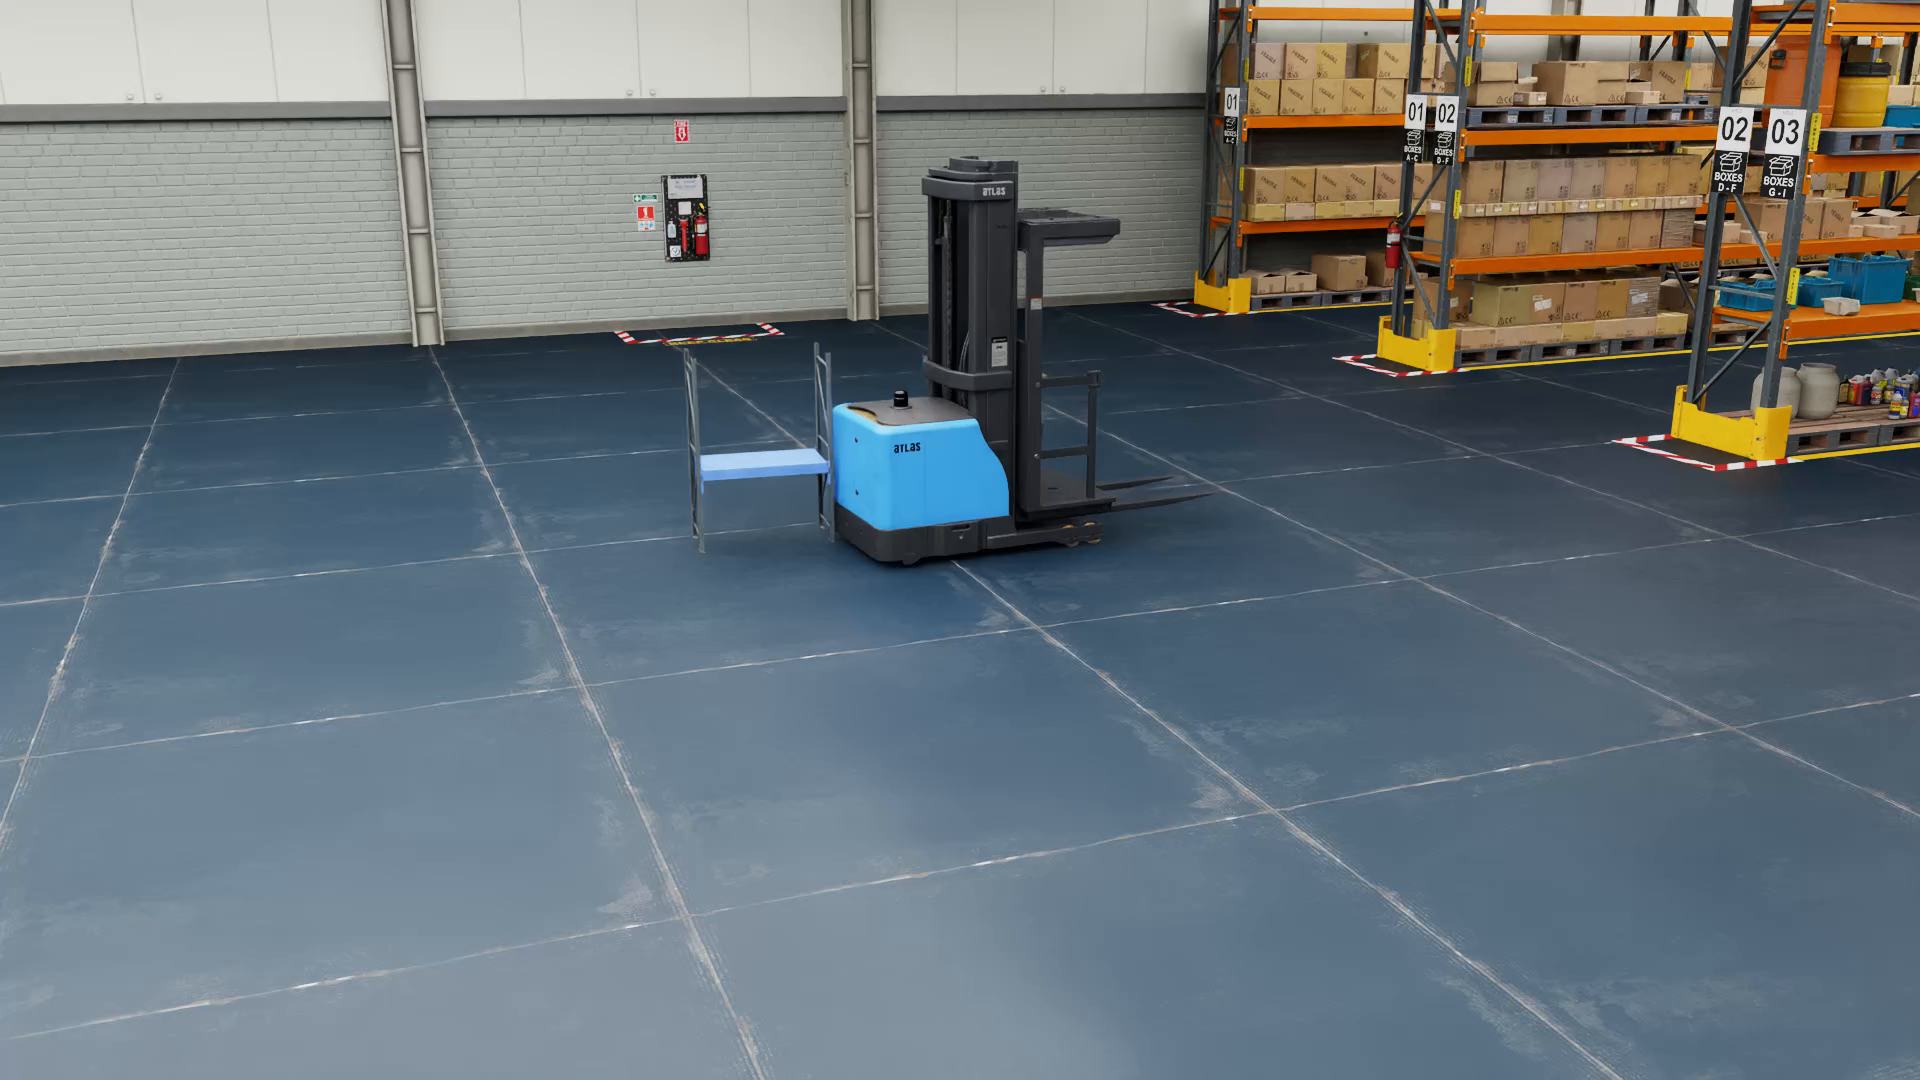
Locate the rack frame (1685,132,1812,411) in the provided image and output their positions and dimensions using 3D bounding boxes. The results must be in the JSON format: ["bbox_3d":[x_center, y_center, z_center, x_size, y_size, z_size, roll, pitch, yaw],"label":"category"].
[{"bbox_3d":[7.407,-2.329,15.704,0.127,3.000,1.000,-6,17,-20],"label":"rack frame"}]

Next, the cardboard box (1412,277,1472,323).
[{"bbox_3d":[6.032,-3.007,20.817,0.500,0.500,0.500,-6,17,-20],"label":"cardboard box"}]

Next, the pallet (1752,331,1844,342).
[{"bbox_3d":[11.188,-2.906,22.620,1.213,0.211,1.003,-6,17,-20],"label":"pallet"}]

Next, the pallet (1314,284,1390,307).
[{"bbox_3d":[5.841,-3.799,25.662,1.213,0.211,1.003,-6,17,-20],"label":"pallet"}]

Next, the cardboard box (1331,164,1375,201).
[{"bbox_3d":[5.843,-5.354,24.908,0.500,0.500,0.500,-6,17,-18],"label":"cardboard box"}]

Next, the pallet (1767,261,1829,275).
[{"bbox_3d":[14.374,-4.709,28.761,1.213,0.211,1.003,-6,17,-20],"label":"pallet"}]

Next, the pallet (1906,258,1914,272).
[{"bbox_3d":[16.946,-4.987,29.707,1.213,0.211,1.003,-6,17,-20],"label":"pallet"}]

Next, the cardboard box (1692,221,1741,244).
[{"bbox_3d":[9.817,-4.025,21.746,0.500,0.250,0.500,-5,17,-17],"label":"cardboard box"}]

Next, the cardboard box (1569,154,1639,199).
[{"bbox_3d":[8.022,-4.558,20.816,0.500,0.500,0.700,-6,17,-20],"label":"cardboard box"}]

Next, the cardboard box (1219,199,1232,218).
[{"bbox_3d":[4.229,-4.971,24.933,0.500,0.250,0.500,-6,17,-19],"label":"cardboard box"}]

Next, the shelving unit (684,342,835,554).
[{"bbox_3d":[-1.552,-0.723,12.900,1.048,1.500,0.538,-5,17,-15],"label":"shelving unit"}]

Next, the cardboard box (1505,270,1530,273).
[{"bbox_3d":[8.743,-4.494,26.734,0.500,0.500,0.700,-7,18,-21],"label":"cardboard box"}]

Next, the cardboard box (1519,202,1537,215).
[{"bbox_3d":[6.797,-4.051,20.242,0.250,0.149,0.380,-6,18,-21],"label":"cardboard box"}]

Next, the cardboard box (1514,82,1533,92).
[{"bbox_3d":[6.619,-5.454,20.295,0.500,0.250,0.500,-6,17,-20],"label":"cardboard box"}]

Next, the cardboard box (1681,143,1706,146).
[{"bbox_3d":[12.148,-6.467,27.725,0.500,0.250,0.500,-7,18,-22],"label":"cardboard box"}]

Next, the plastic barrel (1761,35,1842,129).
[{"bbox_3d":[7.815,-4.258,15.442,0.708,0.830,0.600,-6,17,-20],"label":"plastic barrel"}]

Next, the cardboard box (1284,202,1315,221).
[{"bbox_3d":[4.911,-4.895,24.673,0.500,0.250,0.500,-7,18,-22],"label":"cardboard box"}]

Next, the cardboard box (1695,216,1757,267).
[{"bbox_3d":[12.886,-5.038,28.001,0.750,0.750,0.750,-6,17,-20],"label":"cardboard box"}]

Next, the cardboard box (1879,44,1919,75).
[{"bbox_3d":[15.833,-8.120,28.113,0.500,0.500,0.500,-6,18,-21],"label":"cardboard box"}]

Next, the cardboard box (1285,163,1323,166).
[{"bbox_3d":[5.181,-5.437,25.191,0.500,0.500,0.500,-7,18,-22],"label":"cardboard box"}]

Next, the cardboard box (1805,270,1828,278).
[{"bbox_3d":[12.027,-3.559,23.035,0.500,0.311,0.500,-7,18,-21],"label":"cardboard box"}]

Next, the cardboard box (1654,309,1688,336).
[{"bbox_3d":[9.018,-2.813,21.490,0.500,0.250,0.500,-6,17,-20],"label":"cardboard box"}]

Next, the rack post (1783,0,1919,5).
[{"bbox_3d":[8.158,-5.010,15.075,0.954,0.300,0.937,-4,17,-14],"label":"rack post"}]

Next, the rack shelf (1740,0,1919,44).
[{"bbox_3d":[9.274,-4.872,15.703,4.000,0.370,1.077,-6,17,-20],"label":"rack shelf"}]

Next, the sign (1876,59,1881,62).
[{"bbox_3d":[15.271,-7.842,27.678,0.005,0.325,0.100,-6,17,-20],"label":"sign"}]

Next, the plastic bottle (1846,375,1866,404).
[{"bbox_3d":[9.210,-1.552,17.111,0.135,0.276,0.152,-6,17,-20],"label":"plastic bottle"}]

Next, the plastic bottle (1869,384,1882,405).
[{"bbox_3d":[9.402,-1.499,17.064,0.097,0.201,0.097,0,16,0],"label":"plastic bottle"}]

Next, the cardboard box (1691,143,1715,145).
[{"bbox_3d":[12.628,-6.518,27.898,0.500,0.250,0.500,-7,18,-21],"label":"cardboard box"}]

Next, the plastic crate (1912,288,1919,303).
[{"bbox_3d":[9.716,-2.375,16.330,0.437,0.136,0.530,-6,17,-20],"label":"plastic crate"}]

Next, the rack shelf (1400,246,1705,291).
[{"bbox_3d":[7.505,-3.489,20.931,4.000,0.370,1.077,-6,17,-20],"label":"rack shelf"}]

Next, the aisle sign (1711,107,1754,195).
[{"bbox_3d":[7.233,-3.647,15.579,0.004,0.787,0.394,-6,17,-20],"label":"aisle sign"}]

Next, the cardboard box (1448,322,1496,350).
[{"bbox_3d":[6.218,-2.510,20.456,0.500,0.250,0.500,-6,17,-20],"label":"cardboard box"}]

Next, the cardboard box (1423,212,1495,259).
[{"bbox_3d":[6.078,-3.724,20.278,0.500,0.500,0.700,-6,17,-20],"label":"cardboard box"}]

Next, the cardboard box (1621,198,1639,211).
[{"bbox_3d":[8.245,-4.209,20.778,0.250,0.149,0.380,-6,17,-20],"label":"cardboard box"}]

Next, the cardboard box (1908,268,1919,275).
[{"bbox_3d":[13.898,-3.607,23.712,0.500,0.500,0.500,-5,17,-18],"label":"cardboard box"}]

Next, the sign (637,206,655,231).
[{"bbox_3d":[-4.271,-4.378,22.619,0.234,0.329,0.001,-6,17,-20],"label":"sign"}]

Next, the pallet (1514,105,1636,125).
[{"bbox_3d":[7.448,-5.218,20.375,1.213,0.211,1.003,-6,17,-20],"label":"pallet"}]

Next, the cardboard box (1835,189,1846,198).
[{"bbox_3d":[14.853,-5.926,28.363,0.250,0.149,0.380,-6,17,-20],"label":"cardboard box"}]

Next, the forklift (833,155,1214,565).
[{"bbox_3d":[0.565,-1.480,12.938,3.031,2.935,1.130,-7,18,-24],"label":"forklift"}]

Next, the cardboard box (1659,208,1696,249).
[{"bbox_3d":[8.961,-4.037,21.345,0.500,0.500,0.700,-7,18,-22],"label":"cardboard box"}]

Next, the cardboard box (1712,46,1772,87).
[{"bbox_3d":[9.963,-6.016,21.127,0.500,0.500,0.500,-6,17,-19],"label":"cardboard box"}]

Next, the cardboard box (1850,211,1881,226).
[{"bbox_3d":[12.204,-4.357,22.769,0.500,0.311,0.500,-6,18,-21],"label":"cardboard box"}]

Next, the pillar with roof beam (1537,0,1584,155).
[{"bbox_3d":[11.349,-7.584,22.953,0.400,9.000,9.100,-6,17,-20],"label":"pillar with roof beam"}]

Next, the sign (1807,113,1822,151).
[{"bbox_3d":[7.600,-3.627,14.786,0.005,0.325,0.100,-6,17,-20],"label":"sign"}]

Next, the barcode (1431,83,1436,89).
[{"bbox_3d":[5.747,-5.507,20.175,0.075,0.075,0.001,-6,17,-20],"label":"barcode"}]

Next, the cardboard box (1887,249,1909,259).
[{"bbox_3d":[16.273,-5.245,29.328,0.500,0.500,0.700,-6,18,-21],"label":"cardboard box"}]

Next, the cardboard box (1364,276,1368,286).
[{"bbox_3d":[6.096,-4.026,25.762,0.250,0.149,0.380,-8,18,-25],"label":"cardboard box"}]

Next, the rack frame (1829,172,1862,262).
[{"bbox_3d":[15.067,-6.145,28.700,0.127,3.000,1.000,-6,17,-20],"label":"rack frame"}]

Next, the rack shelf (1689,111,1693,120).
[{"bbox_3d":[13.200,-7.037,27.692,4.000,0.370,1.077,-6,17,-20],"label":"rack shelf"}]

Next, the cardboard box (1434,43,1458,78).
[{"bbox_3d":[7.226,-7.193,24.958,0.500,0.500,0.500,-8,18,-25],"label":"cardboard box"}]

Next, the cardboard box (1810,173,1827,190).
[{"bbox_3d":[14.254,-6.178,28.073,0.500,0.500,0.500,-6,17,-20],"label":"cardboard box"}]

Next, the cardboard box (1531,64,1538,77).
[{"bbox_3d":[9.288,-7.186,25.997,0.500,0.500,0.500,-7,18,-22],"label":"cardboard box"}]

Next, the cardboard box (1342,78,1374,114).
[{"bbox_3d":[5.754,-6.558,24.569,0.500,0.500,0.500,-5,17,-17],"label":"cardboard box"}]

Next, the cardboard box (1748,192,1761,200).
[{"bbox_3d":[13.151,-5.761,27.801,0.250,0.149,0.380,-6,17,-20],"label":"cardboard box"}]
